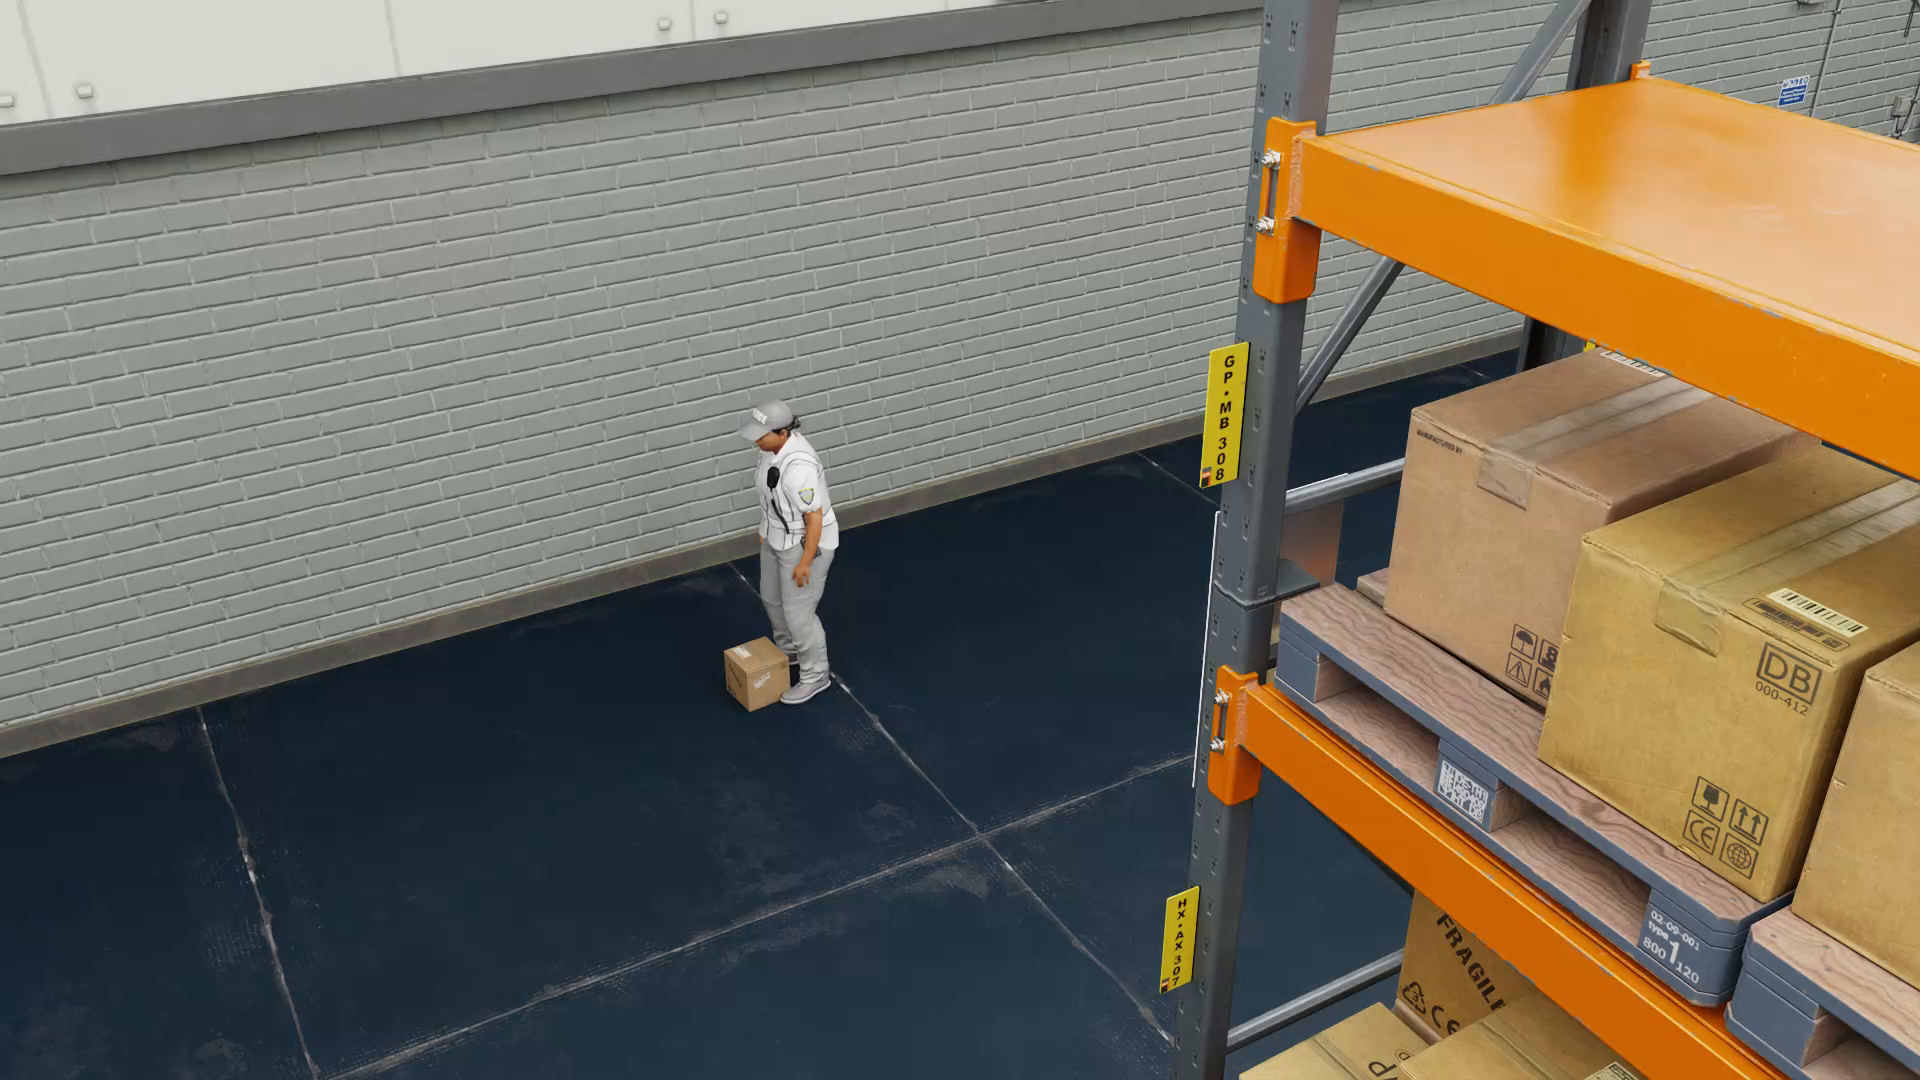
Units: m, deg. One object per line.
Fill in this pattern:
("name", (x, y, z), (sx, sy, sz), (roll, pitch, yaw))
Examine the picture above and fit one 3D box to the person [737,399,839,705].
("person", (-0.879, 0.027, 8.498), (0.466, 1.667, 0.539), (-16, 33, -26))
